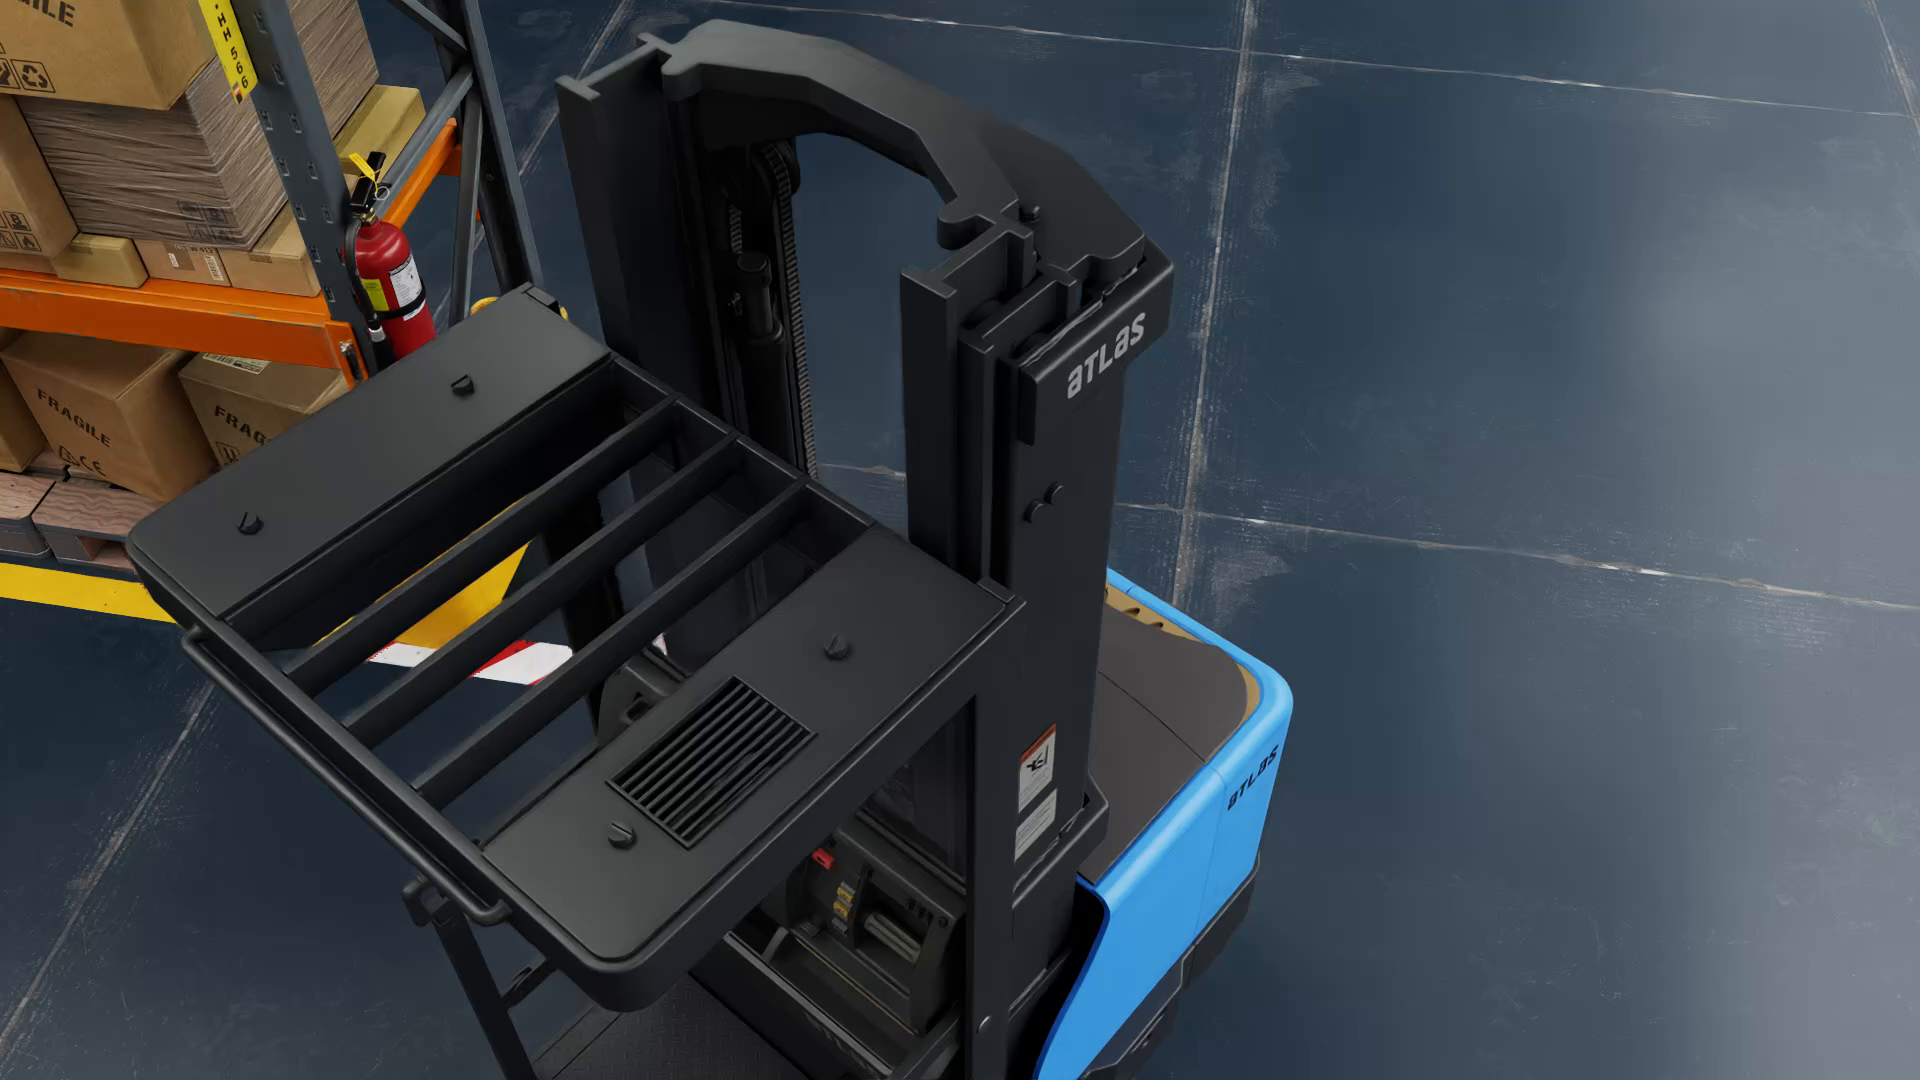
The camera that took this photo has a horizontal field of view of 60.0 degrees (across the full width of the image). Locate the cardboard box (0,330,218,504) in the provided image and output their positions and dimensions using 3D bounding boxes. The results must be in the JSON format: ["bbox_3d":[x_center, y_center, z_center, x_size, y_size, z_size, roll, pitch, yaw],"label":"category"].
[{"bbox_3d":[-2.759,-0.523,5.601,0.500,0.500,0.500,19,51,17],"label":"cardboard box"}]

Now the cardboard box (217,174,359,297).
[{"bbox_3d":[-1.871,-0.871,4.685,0.250,0.149,0.380,8,49,7],"label":"cardboard box"}]

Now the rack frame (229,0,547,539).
[{"bbox_3d":[-1.553,-1.069,4.694,0.127,3.000,1.000,8,49,7],"label":"rack frame"}]

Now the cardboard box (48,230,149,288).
[{"bbox_3d":[-2.372,-0.900,4.711,0.250,0.149,0.380,8,49,7],"label":"cardboard box"}]

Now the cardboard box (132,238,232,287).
[{"bbox_3d":[-2.117,-0.905,4.715,0.250,0.149,0.380,8,49,7],"label":"cardboard box"}]

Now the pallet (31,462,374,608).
[{"bbox_3d":[-2.421,-0.280,5.860,1.213,0.211,1.003,8,49,7],"label":"pallet"}]

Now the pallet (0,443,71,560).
[{"bbox_3d":[-3.618,-0.443,6.006,1.213,0.211,1.003,8,49,7],"label":"pallet"}]

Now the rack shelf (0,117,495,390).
[{"bbox_3d":[-3.522,-1.093,5.199,4.000,0.370,1.077,8,49,7],"label":"rack shelf"}]

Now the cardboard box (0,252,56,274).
[{"bbox_3d":[-2.615,-0.945,4.751,0.250,0.149,0.380,8,49,7],"label":"cardboard box"}]

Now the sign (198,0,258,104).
[{"bbox_3d":[-1.672,-1.158,3.783,0.005,0.325,0.100,8,49,7],"label":"sign"}]

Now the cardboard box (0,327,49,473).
[{"bbox_3d":[-3.372,-0.619,5.688,0.500,0.500,0.500,12,49,10],"label":"cardboard box"}]

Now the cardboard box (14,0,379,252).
[{"bbox_3d":[-2.090,-1.295,4.629,0.500,0.500,0.875,8,49,7],"label":"cardboard box"}]

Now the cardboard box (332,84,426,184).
[{"bbox_3d":[-1.791,-1.197,4.978,0.250,0.149,0.380,8,49,7],"label":"cardboard box"}]

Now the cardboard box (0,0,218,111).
[{"bbox_3d":[-2.139,-1.428,4.077,0.500,0.500,0.500,8,49,7],"label":"cardboard box"}]

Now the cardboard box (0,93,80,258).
[{"bbox_3d":[-2.603,-1.273,4.610,0.500,0.500,0.875,8,49,7],"label":"cardboard box"}]

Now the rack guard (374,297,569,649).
[{"bbox_3d":[-1.628,-0.243,5.633,0.348,0.500,1.175,8,49,7],"label":"rack guard"}]

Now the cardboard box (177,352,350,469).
[{"bbox_3d":[-2.165,-0.469,5.553,0.500,0.500,0.500,16,50,14],"label":"cardboard box"}]

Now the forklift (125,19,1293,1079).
[{"bbox_3d":[-0.518,0.684,3.165,1.130,2.935,3.031,32,56,26],"label":"forklift"}]

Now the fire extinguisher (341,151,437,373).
[{"bbox_3d":[-1.523,-0.691,4.406,0.183,0.674,0.296,8,49,7],"label":"fire extinguisher"}]
